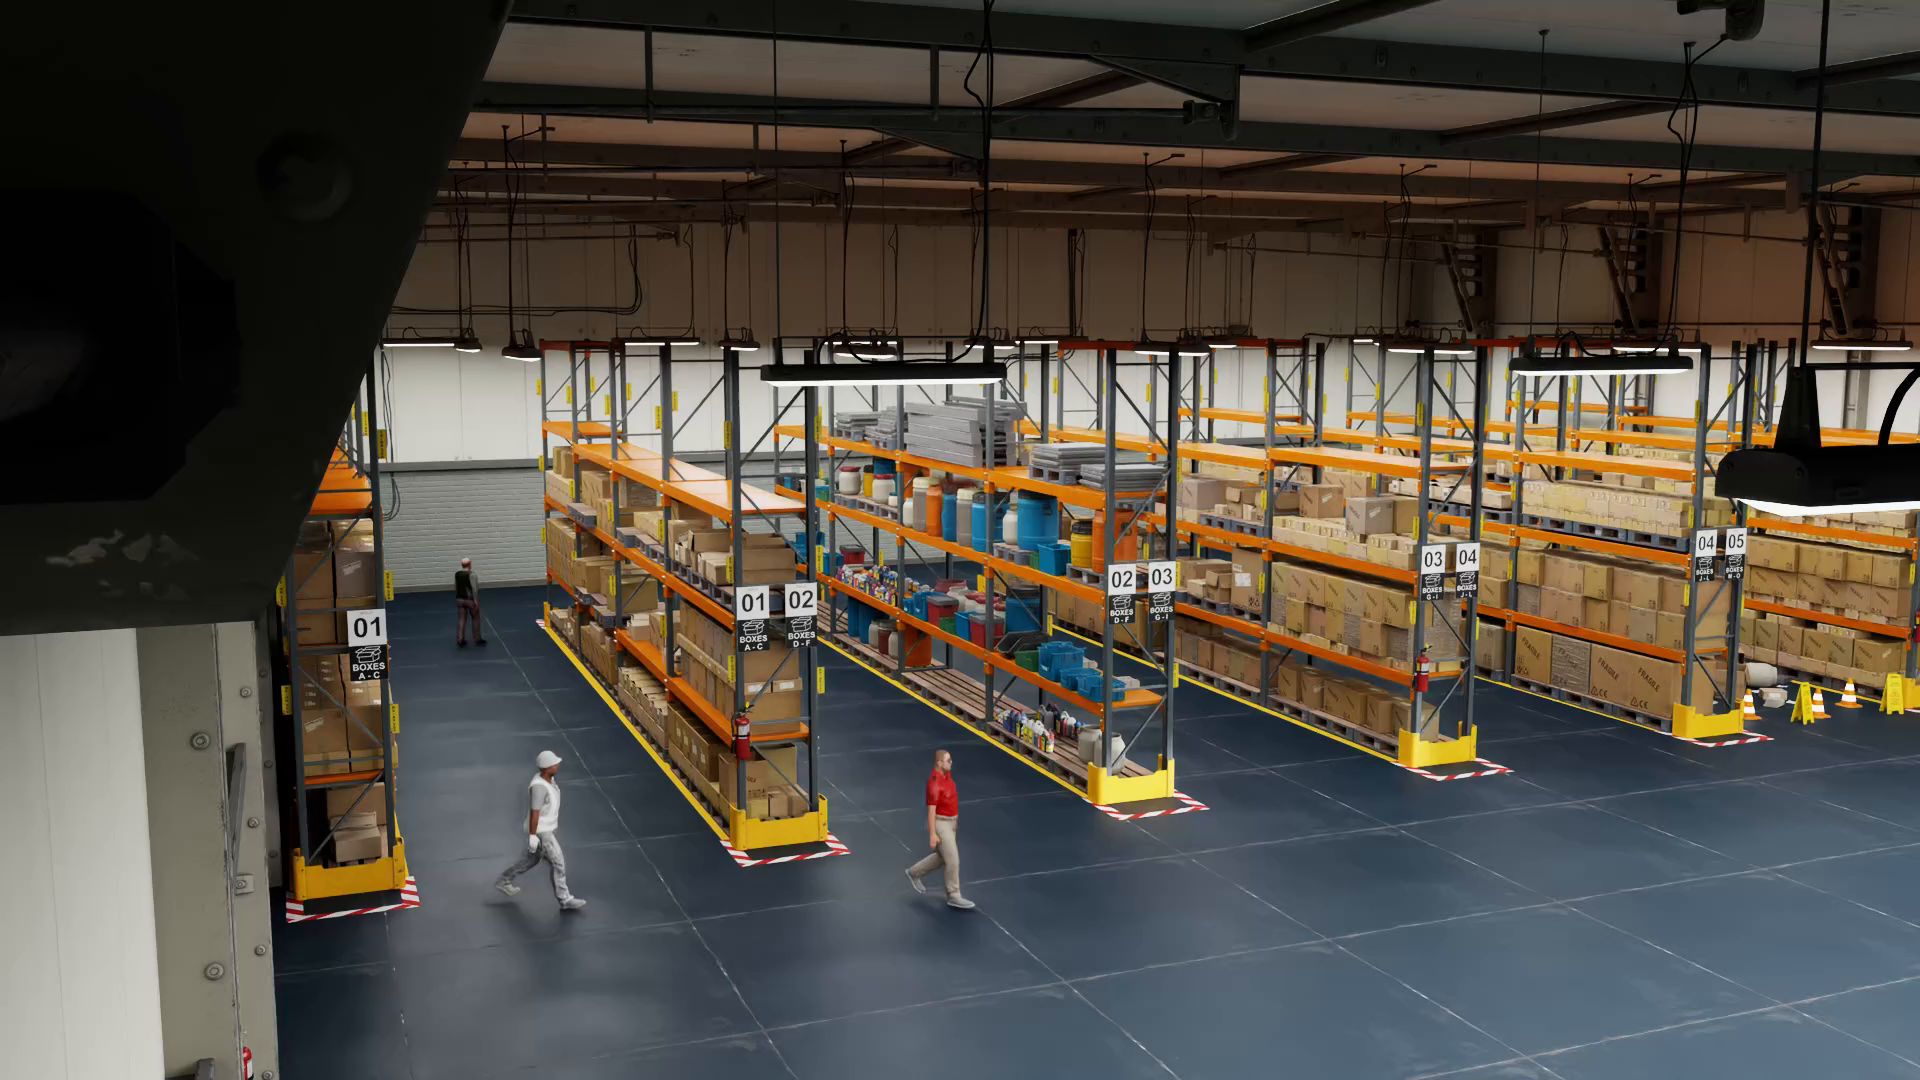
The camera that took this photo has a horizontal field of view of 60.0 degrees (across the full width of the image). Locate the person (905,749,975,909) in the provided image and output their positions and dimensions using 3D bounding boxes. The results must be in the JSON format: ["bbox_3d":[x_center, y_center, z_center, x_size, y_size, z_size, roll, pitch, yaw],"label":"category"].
[{"bbox_3d":[-0.199,3.119,18.179,0.823,1.698,0.605,2,8,15],"label":"person"}]

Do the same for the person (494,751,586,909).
[{"bbox_3d":[-4.586,3.135,18.072,1.101,1.735,0.572,1,7,5],"label":"person"}]

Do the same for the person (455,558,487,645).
[{"bbox_3d":[-9.707,1.215,32.855,0.573,1.737,0.647,3,8,20],"label":"person"}]
